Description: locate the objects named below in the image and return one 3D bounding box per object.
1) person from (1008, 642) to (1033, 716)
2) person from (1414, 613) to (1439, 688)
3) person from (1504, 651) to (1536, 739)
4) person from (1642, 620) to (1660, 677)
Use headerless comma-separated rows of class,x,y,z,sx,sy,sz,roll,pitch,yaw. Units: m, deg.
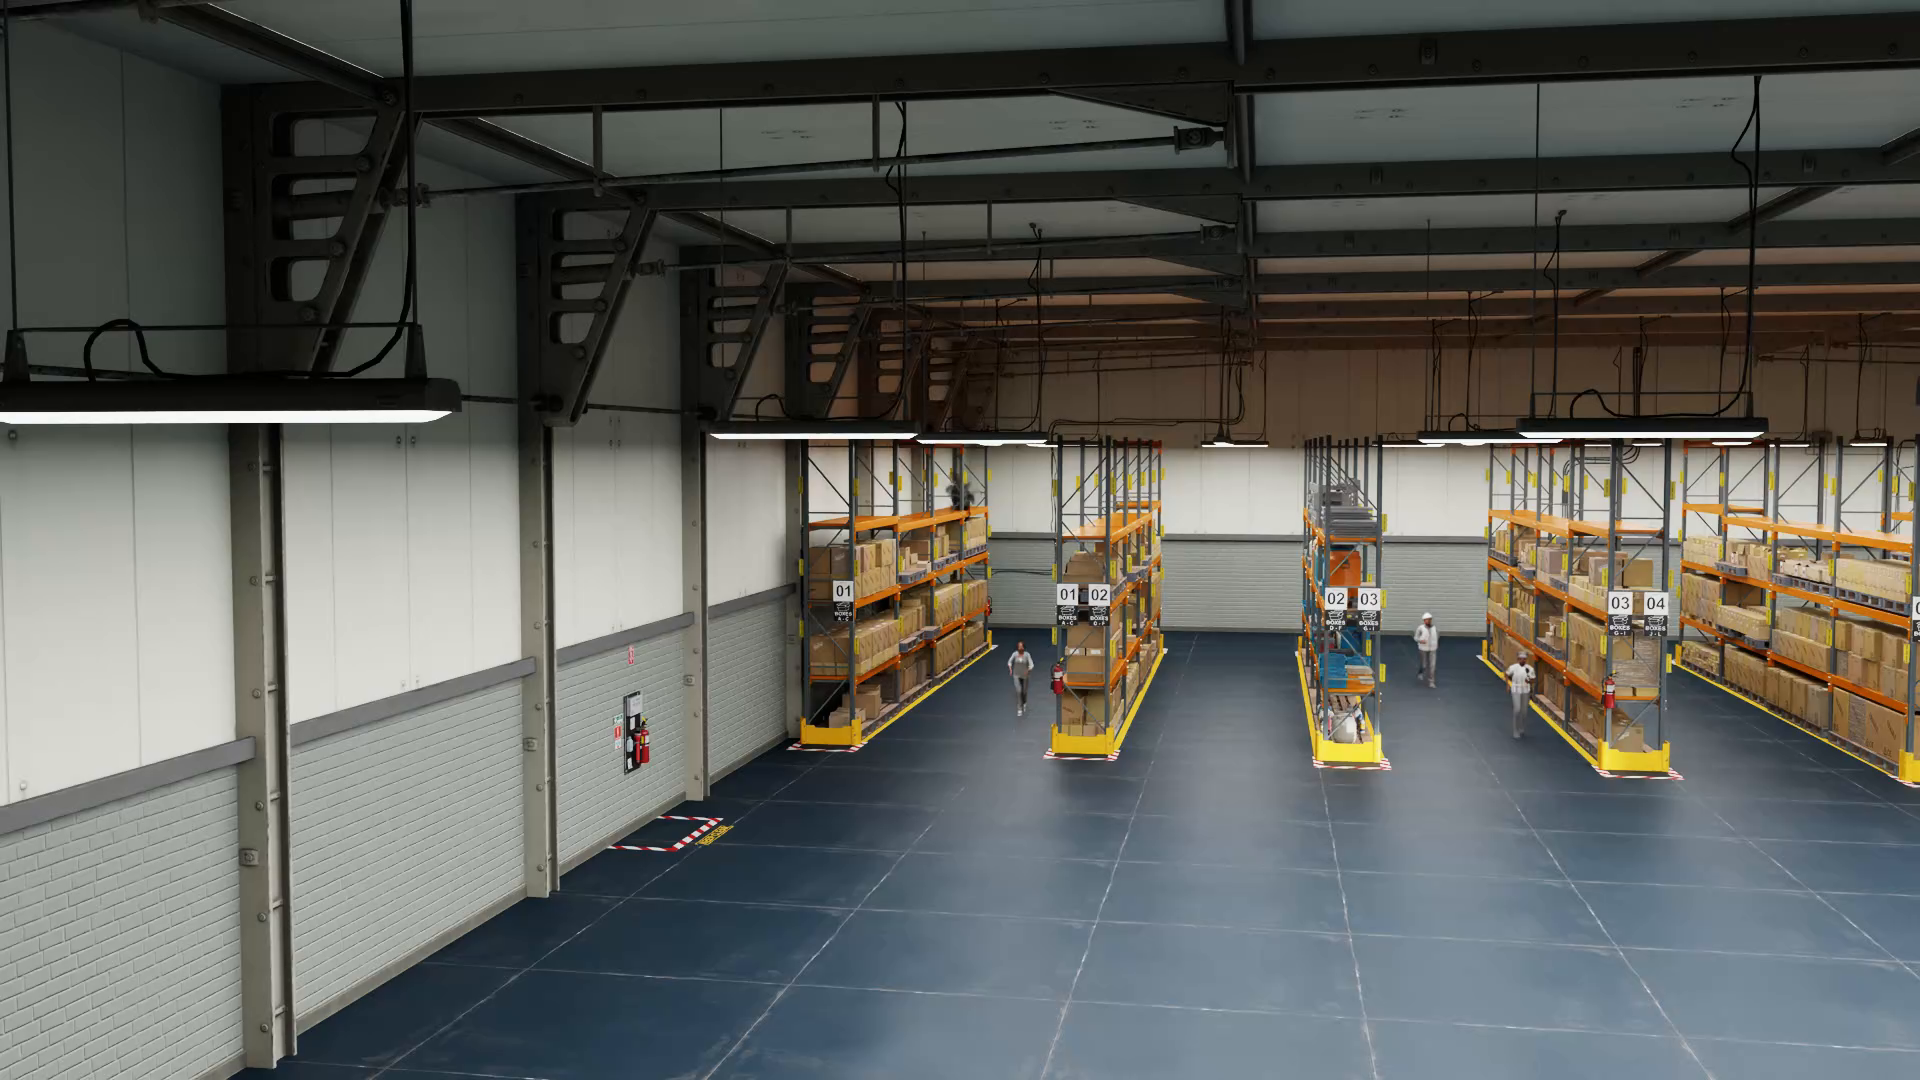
person,1.311,2.981,35.989,0.558,1.586,0.750,0,3,2
person,11.313,2.658,40.246,0.661,1.770,0.935,0,3,-2
person,11.189,3.085,33.197,0.535,1.756,0.756,0,3,6
person,17.372,2.563,41.649,0.701,1.768,0.986,1,3,11
